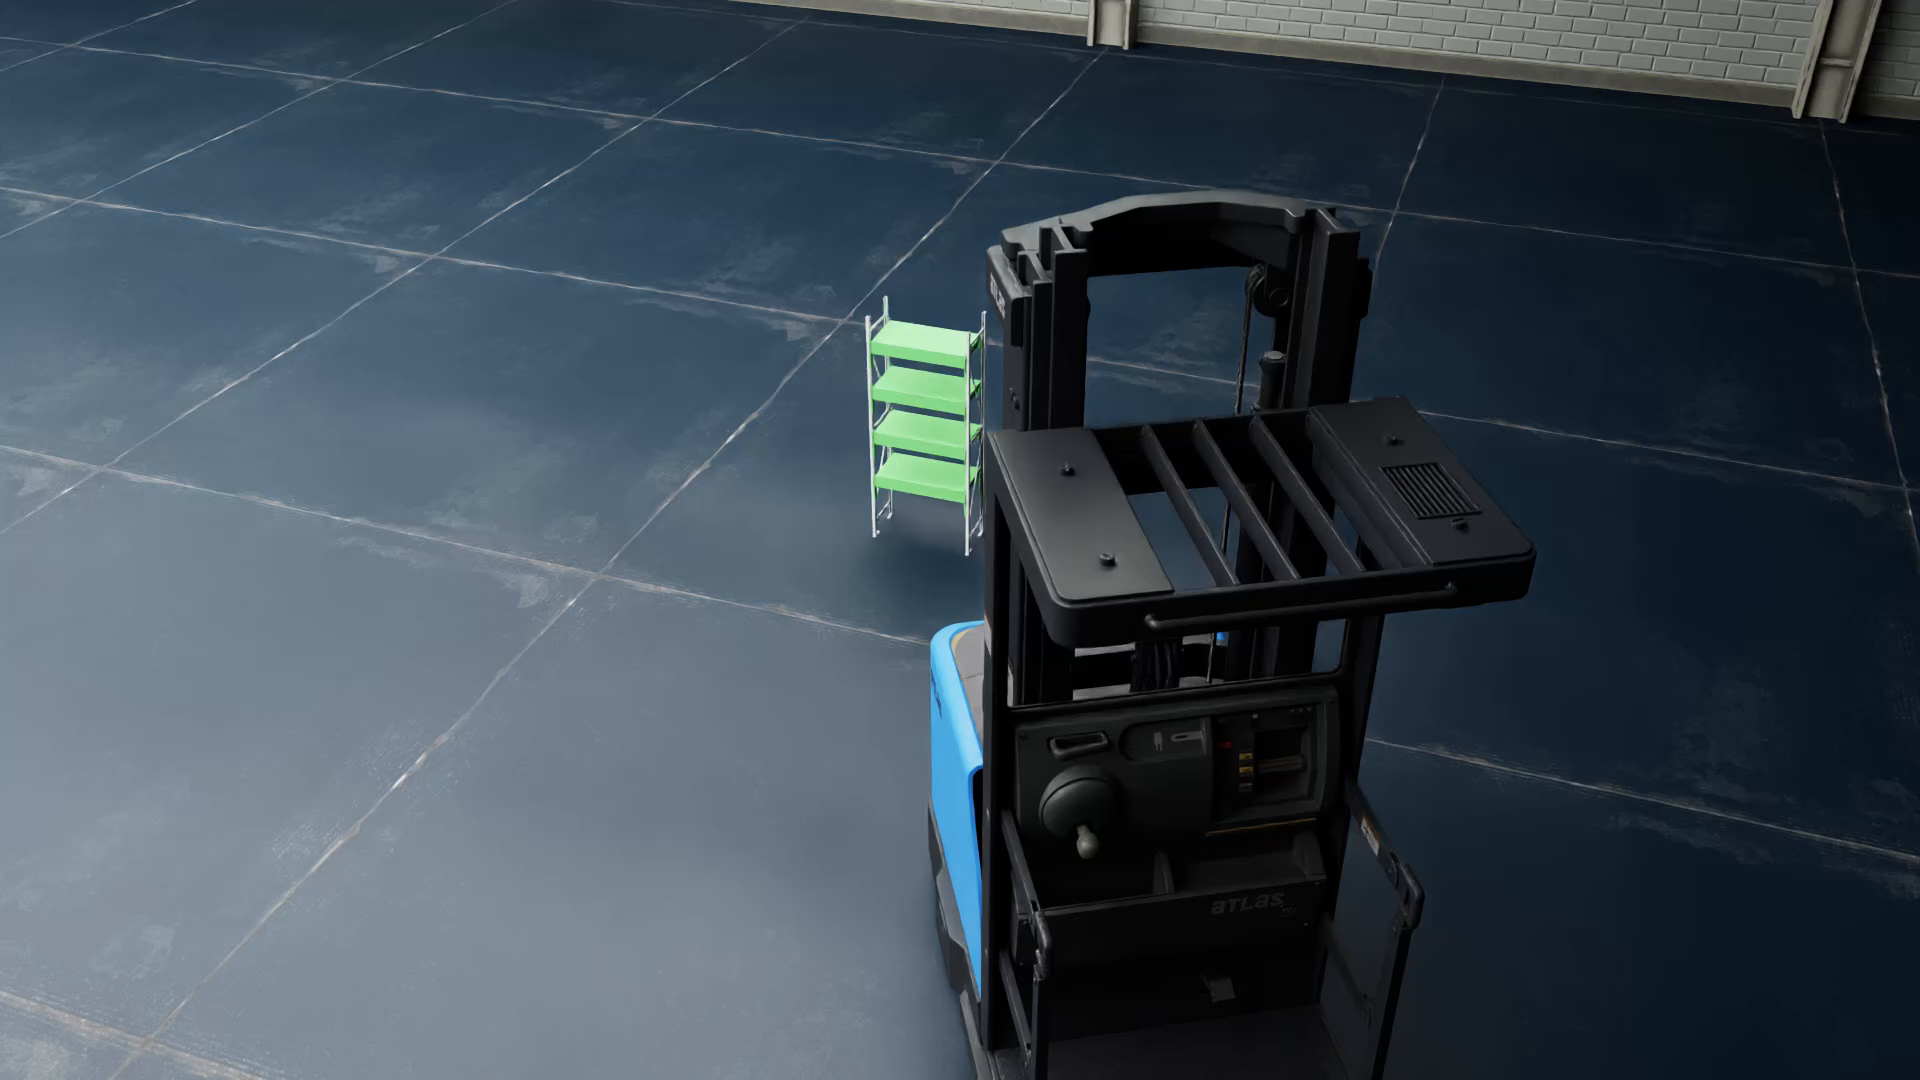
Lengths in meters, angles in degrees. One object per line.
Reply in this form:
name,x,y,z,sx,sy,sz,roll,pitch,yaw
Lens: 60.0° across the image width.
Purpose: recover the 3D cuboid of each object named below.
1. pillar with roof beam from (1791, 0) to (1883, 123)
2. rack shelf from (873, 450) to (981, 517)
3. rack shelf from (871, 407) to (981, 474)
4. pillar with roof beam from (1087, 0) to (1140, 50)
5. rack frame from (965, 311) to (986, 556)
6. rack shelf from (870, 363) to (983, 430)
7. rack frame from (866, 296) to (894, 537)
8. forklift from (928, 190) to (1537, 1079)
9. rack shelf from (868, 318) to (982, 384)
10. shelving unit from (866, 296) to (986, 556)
pillar with roof beam,5.602,-5.076,7.816,0.400,9.000,9.100,11,34,16
rack shelf,-0.156,-0.279,8.136,0.480,0.148,0.258,11,34,16
rack shelf,-0.156,-0.481,8.006,0.480,0.148,0.258,11,34,16
pillar with roof beam,-0.046,-6.174,9.517,0.400,9.000,9.100,11,34,16
rack frame,0.074,-0.490,7.902,0.015,1.200,0.240,11,34,16
rack shelf,-0.156,-0.682,7.876,0.480,0.148,0.258,11,34,16
rack frame,-0.386,-0.579,8.041,0.015,1.200,0.240,11,34,16
forklift,0.651,0.706,4.454,1.130,2.935,3.031,-6,33,-9
rack shelf,-0.156,-0.884,7.746,0.480,0.148,0.258,11,34,16
shelving unit,-0.156,-0.534,7.971,0.503,1.200,0.258,11,34,16
